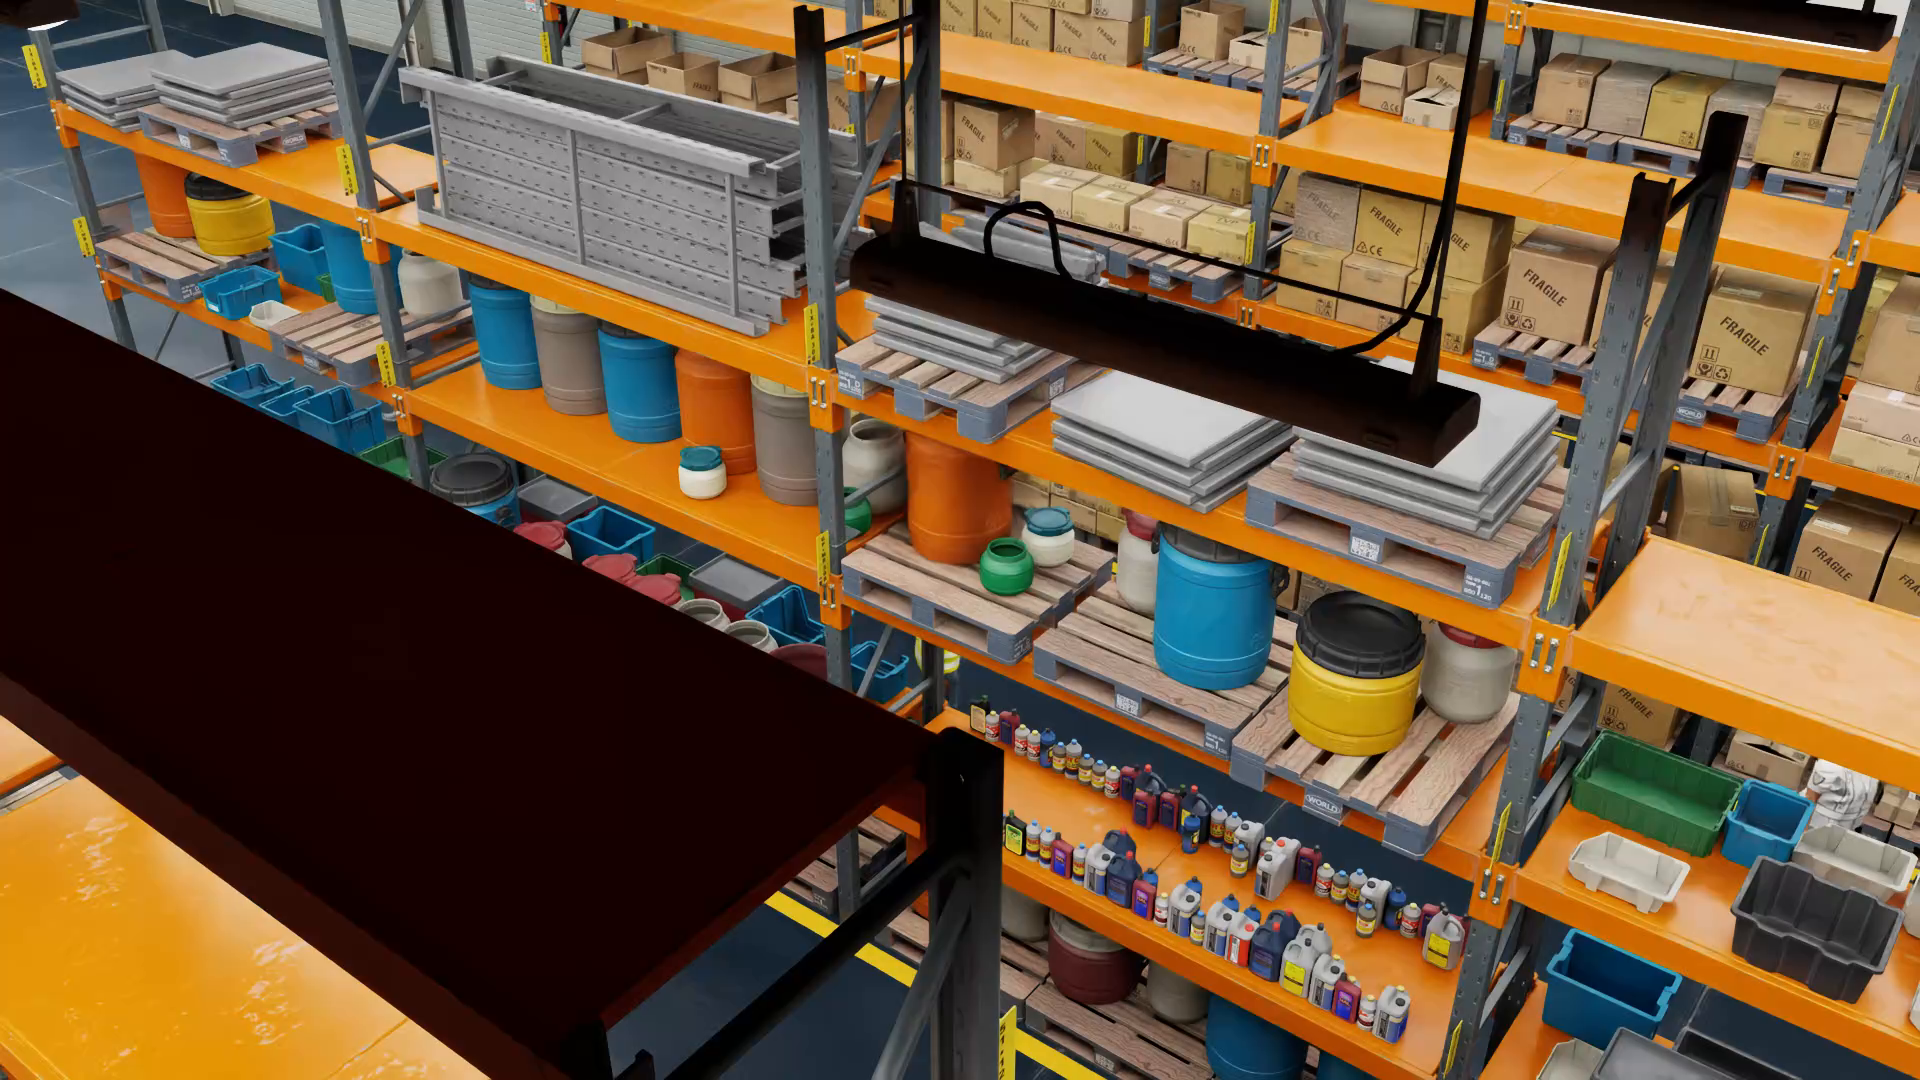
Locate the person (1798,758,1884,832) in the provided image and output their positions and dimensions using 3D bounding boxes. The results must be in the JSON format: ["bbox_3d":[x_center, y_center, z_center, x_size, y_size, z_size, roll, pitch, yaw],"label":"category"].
[{"bbox_3d":[5.573,1.789,10.768,0.523,1.661,0.506,-15,35,-23],"label":"person"}]

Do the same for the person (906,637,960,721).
[{"bbox_3d":[-0.207,0.878,12.142,0.640,1.764,0.599,-4,32,-7],"label":"person"}]

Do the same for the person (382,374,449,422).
[{"bbox_3d":[-5.487,-1.984,16.913,0.950,1.688,0.529,-22,37,-31],"label":"person"}]
